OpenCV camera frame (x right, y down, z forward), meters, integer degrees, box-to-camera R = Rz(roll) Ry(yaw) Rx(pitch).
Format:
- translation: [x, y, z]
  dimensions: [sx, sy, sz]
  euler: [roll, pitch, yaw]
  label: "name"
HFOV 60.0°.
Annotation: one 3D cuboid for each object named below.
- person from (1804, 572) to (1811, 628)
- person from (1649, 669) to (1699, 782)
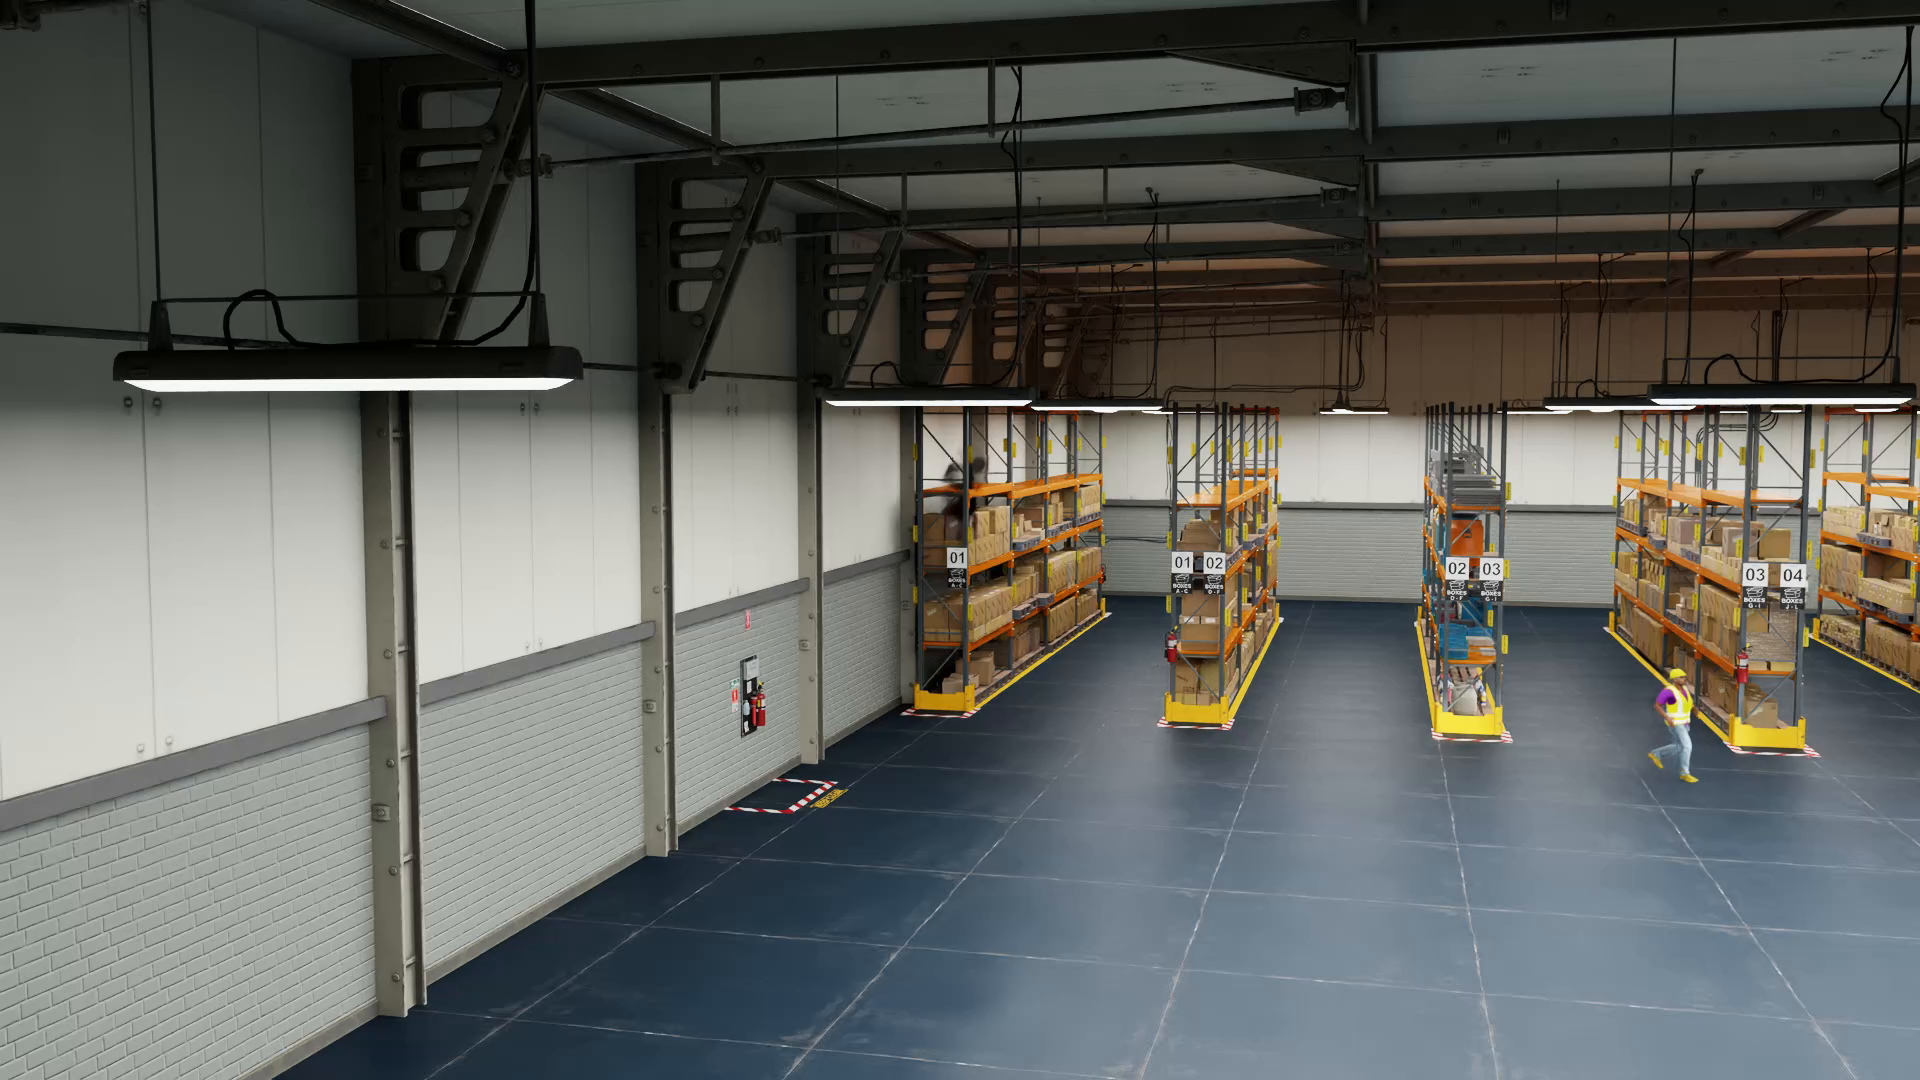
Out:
- translation: [22.446, 1.628, 44.547]
  dimensions: [0.560, 1.654, 0.707]
  euler: [1, 4, 19]
  label: "person"
- translation: [11.340, 2.908, 26.360]
  dimensions: [0.690, 1.763, 0.823]
  euler: [-3, 5, -39]
  label: "person"
